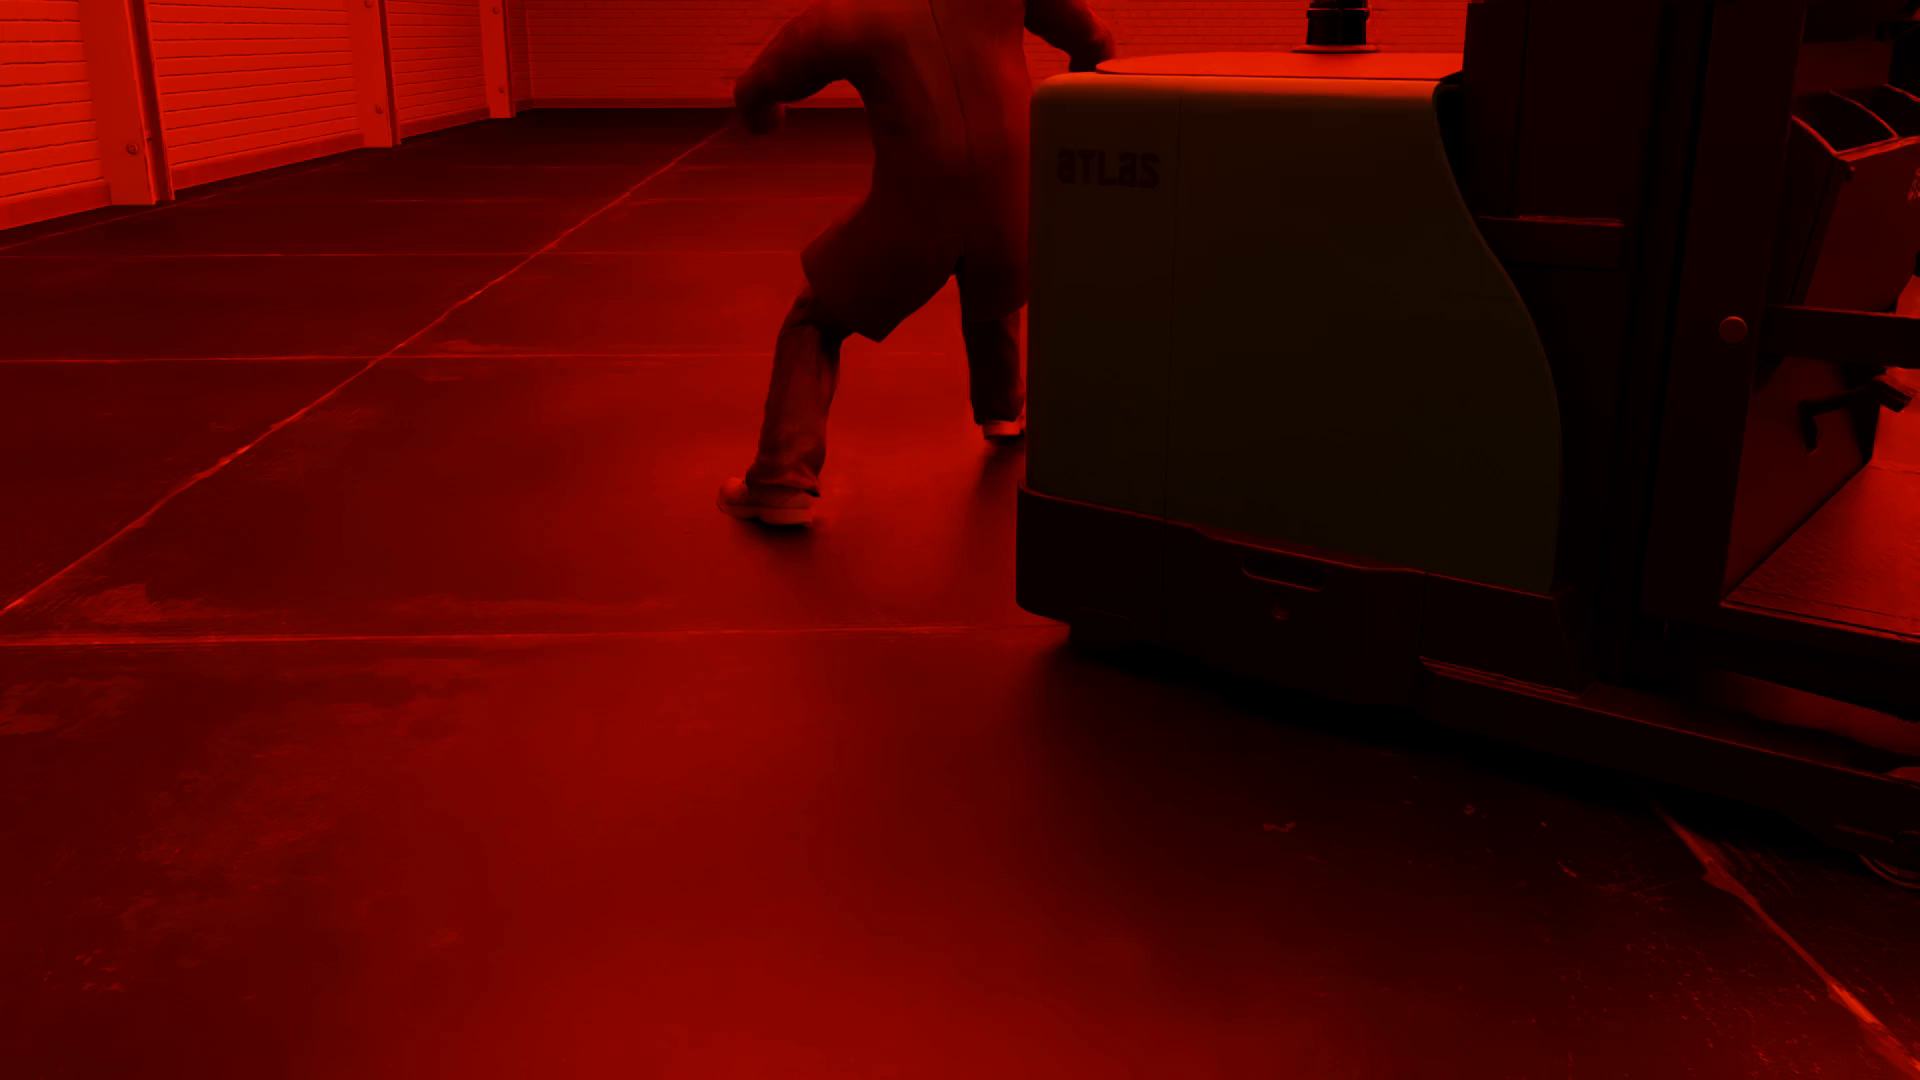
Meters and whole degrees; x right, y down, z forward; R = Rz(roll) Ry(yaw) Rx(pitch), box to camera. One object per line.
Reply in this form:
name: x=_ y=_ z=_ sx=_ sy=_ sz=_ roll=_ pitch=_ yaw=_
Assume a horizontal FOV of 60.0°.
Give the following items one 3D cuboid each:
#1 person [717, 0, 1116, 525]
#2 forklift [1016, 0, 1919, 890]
person: x=-0.124 y=-0.881 z=4.235 sx=1.057 sy=1.540 sz=1.005 roll=-3 pitch=17 yaw=-10
forklift: x=1.583 y=-1.054 z=2.355 sx=3.031 sy=2.935 sz=1.130 roll=13 pitch=21 yaw=36
